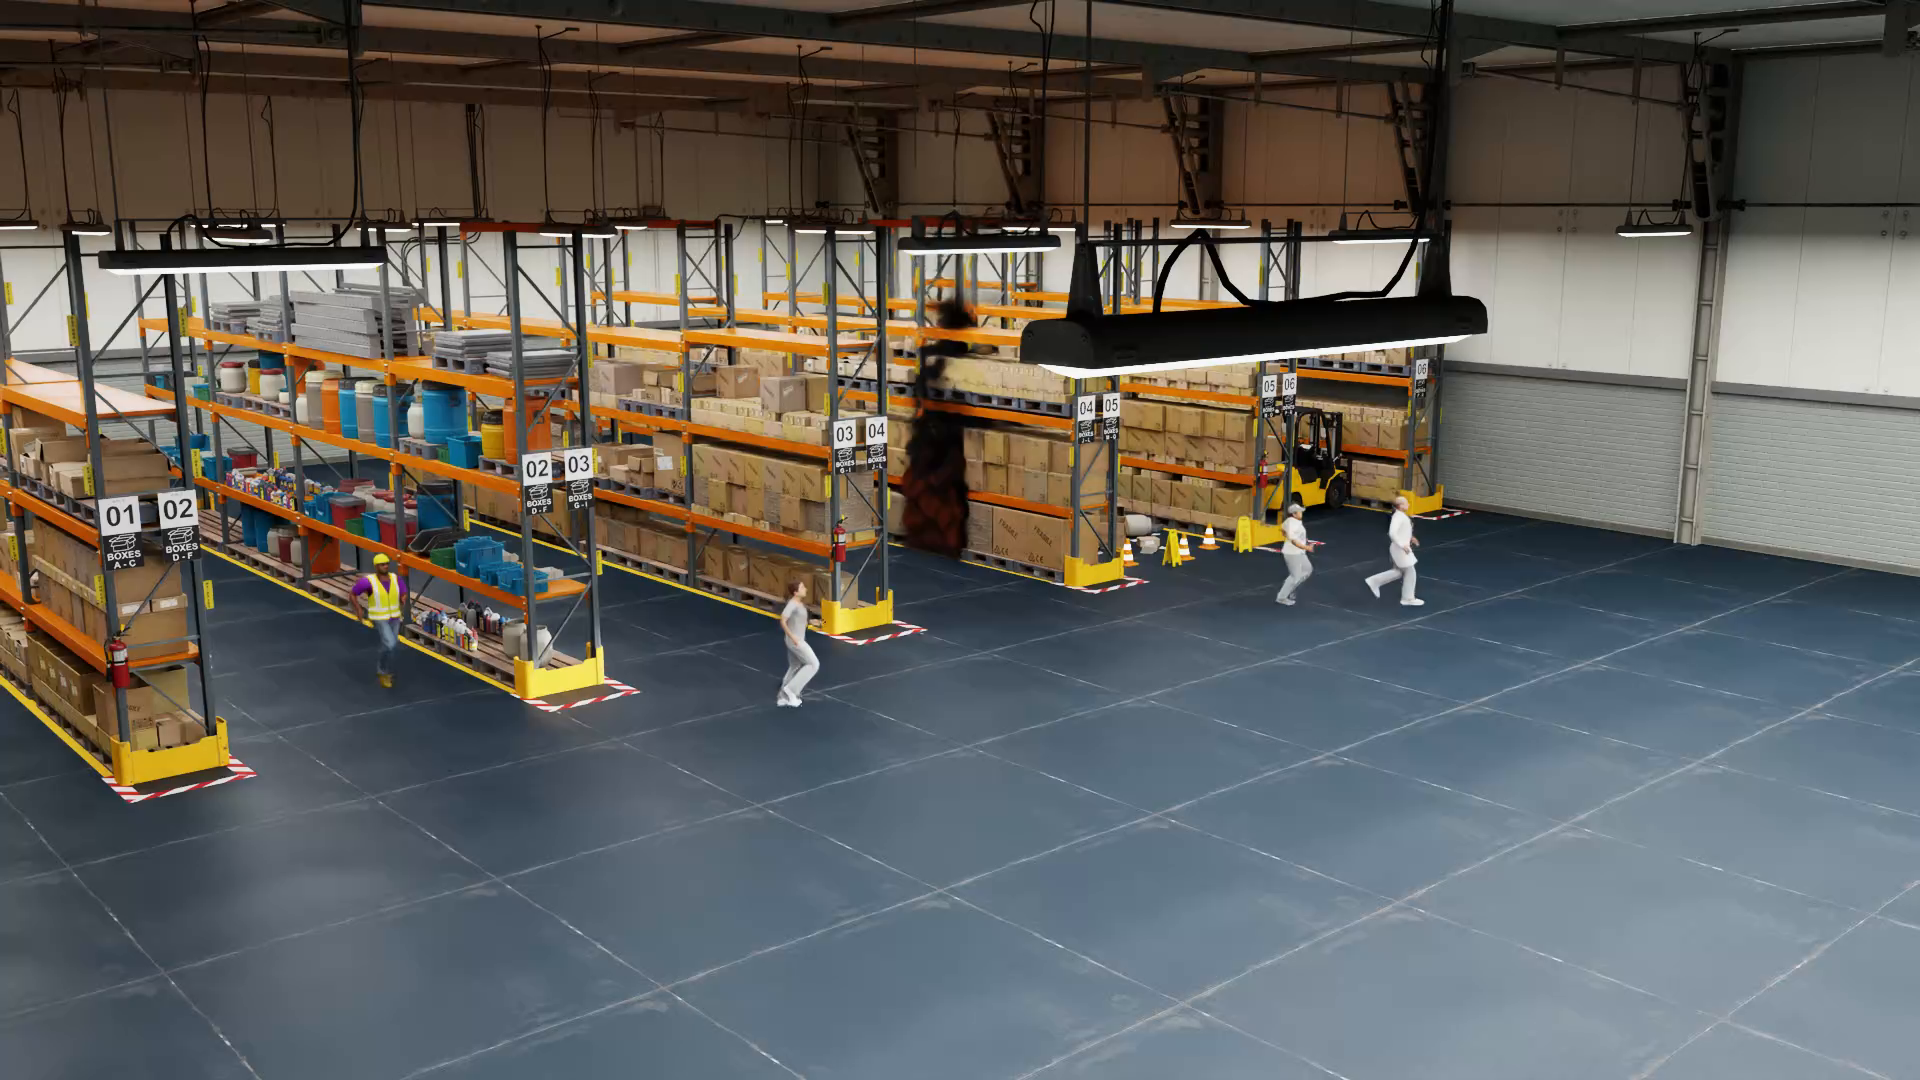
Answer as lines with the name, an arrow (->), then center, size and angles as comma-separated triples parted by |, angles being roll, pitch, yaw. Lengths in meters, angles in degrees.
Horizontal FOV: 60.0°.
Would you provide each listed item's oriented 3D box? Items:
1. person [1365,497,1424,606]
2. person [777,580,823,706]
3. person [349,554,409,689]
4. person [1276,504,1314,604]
person -> 6.980, 0.170, 26.565 | 0.934, 1.750, 0.742 | 2, 12, 9
person -> -2.049, 1.305, 21.228 | 0.608, 1.633, 0.546 | -2, 12, -9
person -> -7.642, 1.074, 22.125 | 0.728, 1.798, 0.670 | 9, 15, 39
person -> 5.389, 0.216, 26.683 | 0.570, 1.627, 0.618 | 2, 12, 8
